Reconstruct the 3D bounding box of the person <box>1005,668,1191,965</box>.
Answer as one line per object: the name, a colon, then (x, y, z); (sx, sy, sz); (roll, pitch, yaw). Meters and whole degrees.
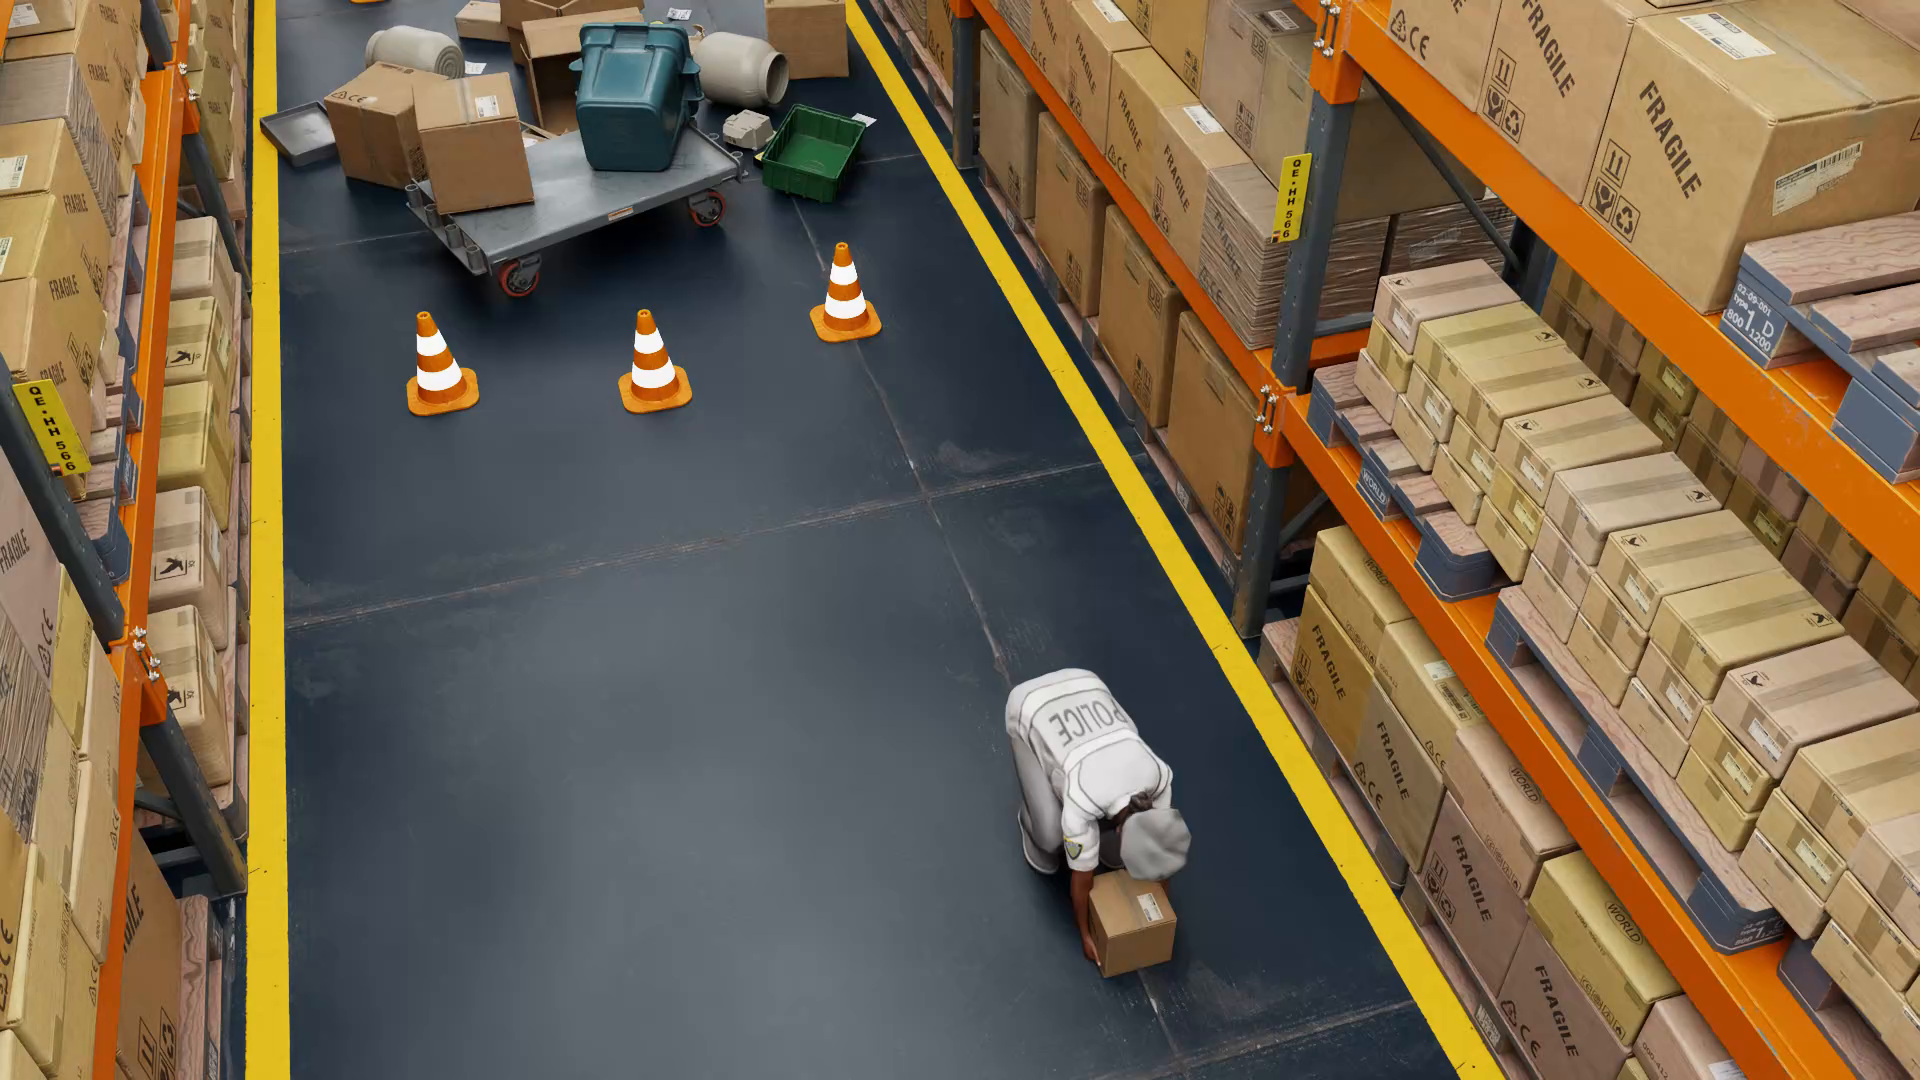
person: (0.465, 0.941, 5.815); (0.453, 0.773, 0.926); (-13, 44, -14)
